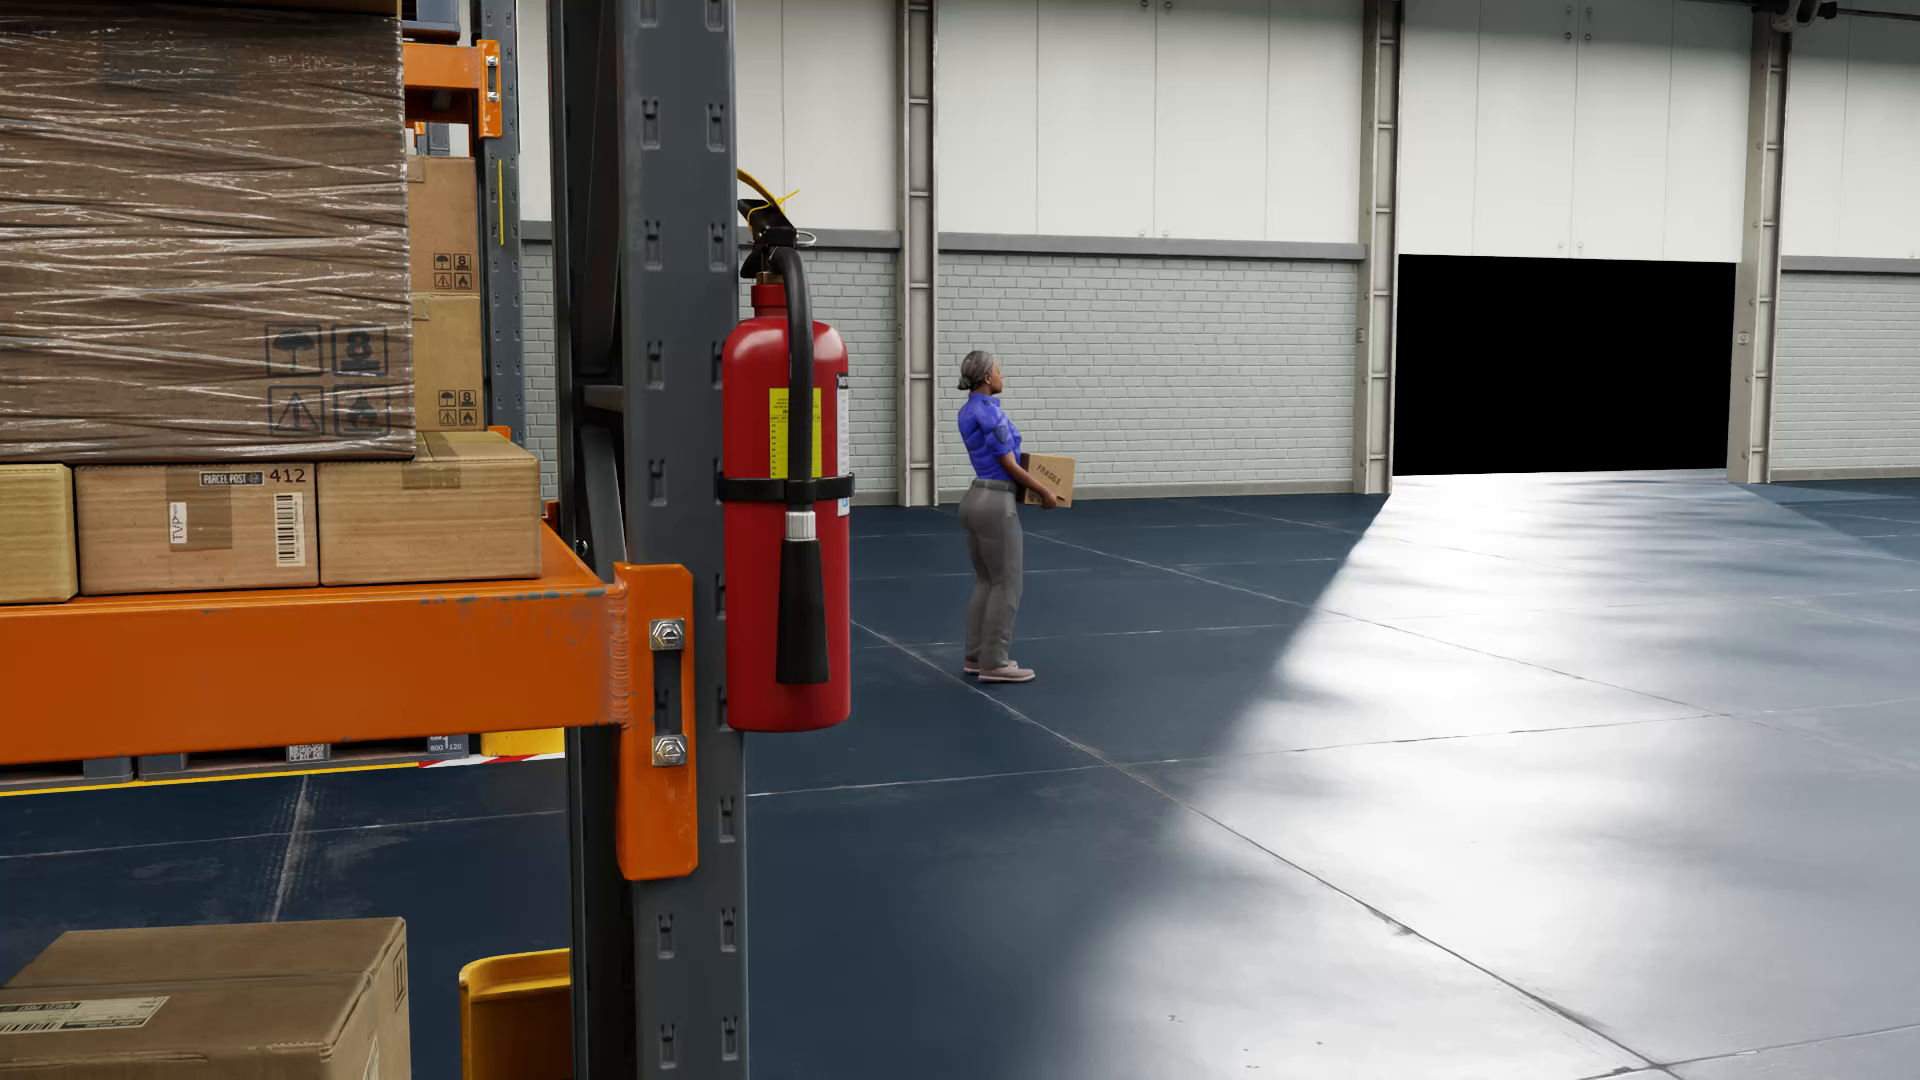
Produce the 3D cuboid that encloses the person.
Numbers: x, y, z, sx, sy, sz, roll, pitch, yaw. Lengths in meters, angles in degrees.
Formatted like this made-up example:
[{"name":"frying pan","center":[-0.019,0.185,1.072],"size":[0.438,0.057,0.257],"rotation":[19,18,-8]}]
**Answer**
[{"name":"person","center":[0.238,-0.125,8.361],"size":[0.522,1.645,0.450],"rotation":[-2,6,-18]}]
